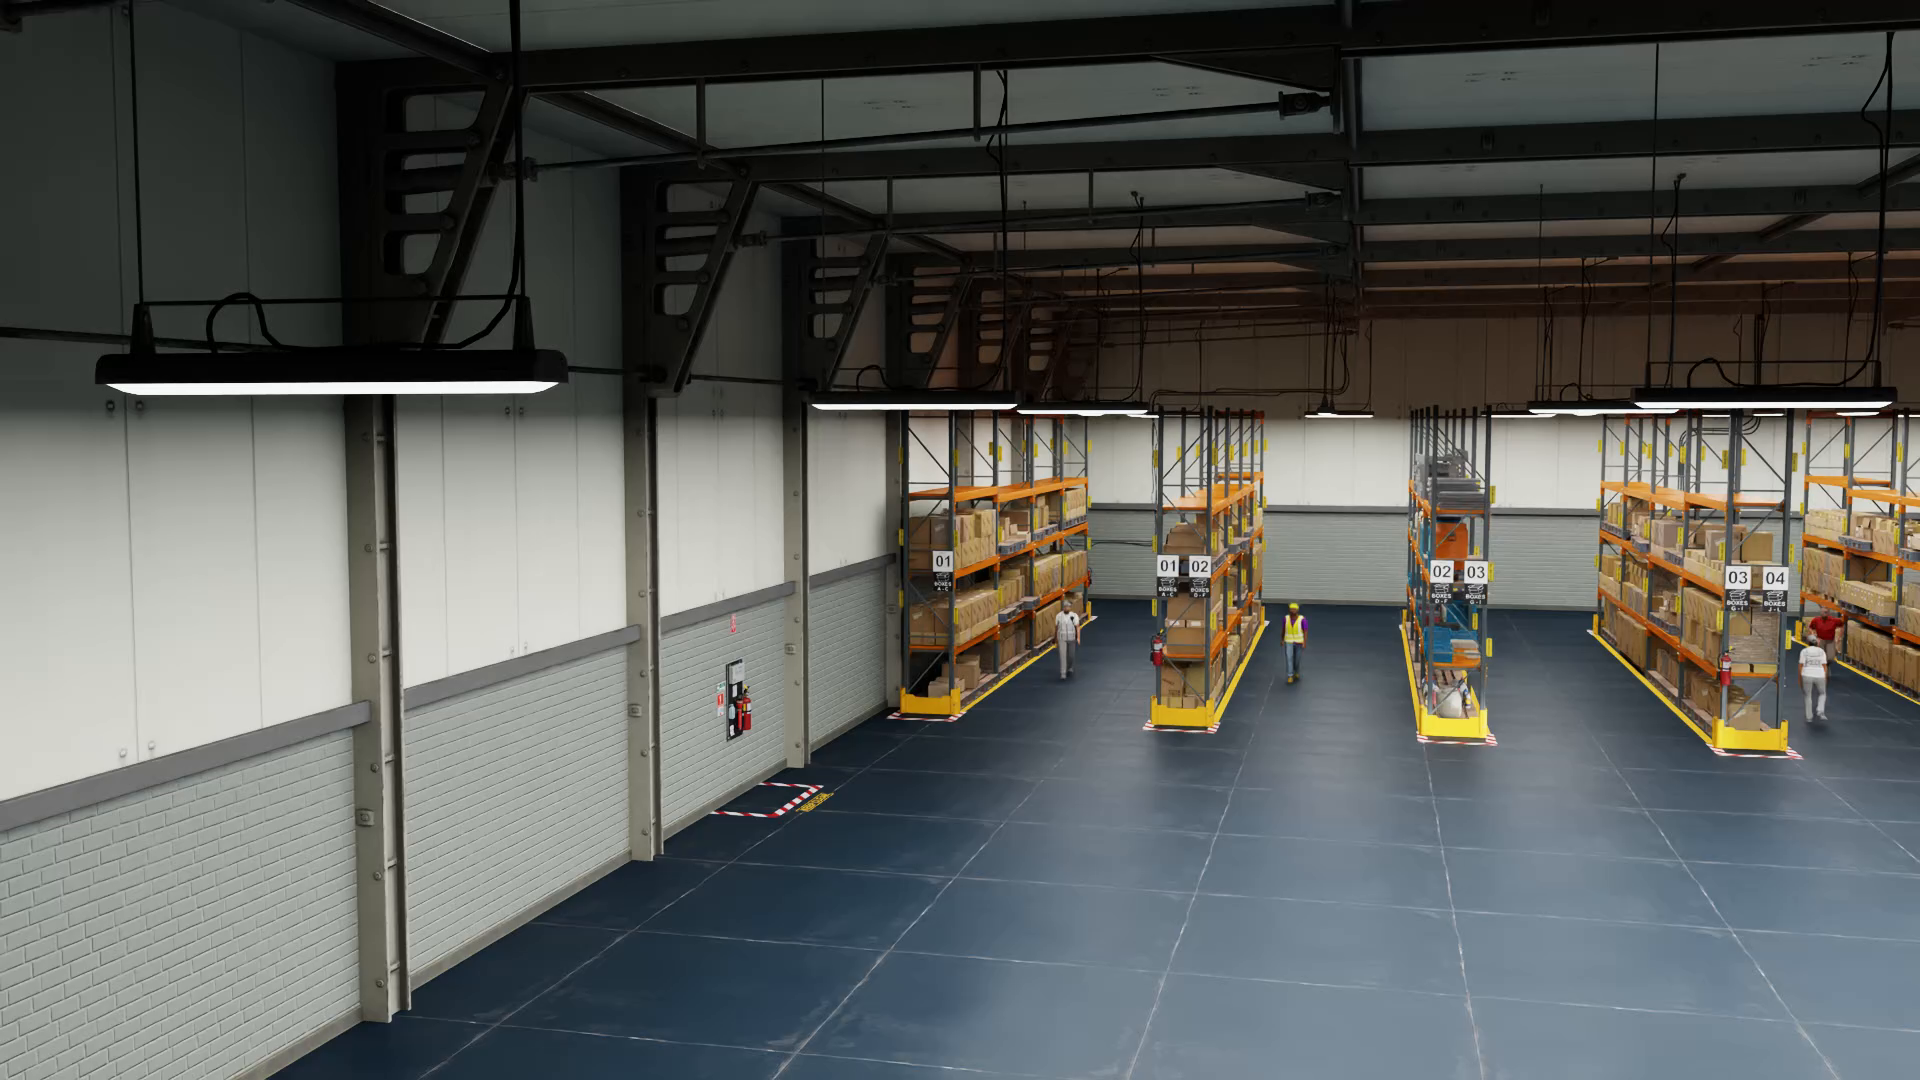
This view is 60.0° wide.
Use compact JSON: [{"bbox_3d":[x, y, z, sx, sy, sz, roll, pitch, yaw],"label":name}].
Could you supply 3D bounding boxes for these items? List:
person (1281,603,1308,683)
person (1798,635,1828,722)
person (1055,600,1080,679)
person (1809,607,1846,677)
[{"bbox_3d":[7.345,2.233,36.425,0.543,1.706,1.079,0,4,5],"label":"person"},{"bbox_3d":[16.184,2.634,31.539,0.527,1.662,0.494,1,4,18],"label":"person"},{"bbox_3d":[2.395,2.186,37.024,0.550,1.719,1.069,0,4,-1],"label":"person"},{"bbox_3d":[19.160,2.274,36.760,0.716,1.635,0.707,2,4,24],"label":"person"}]
